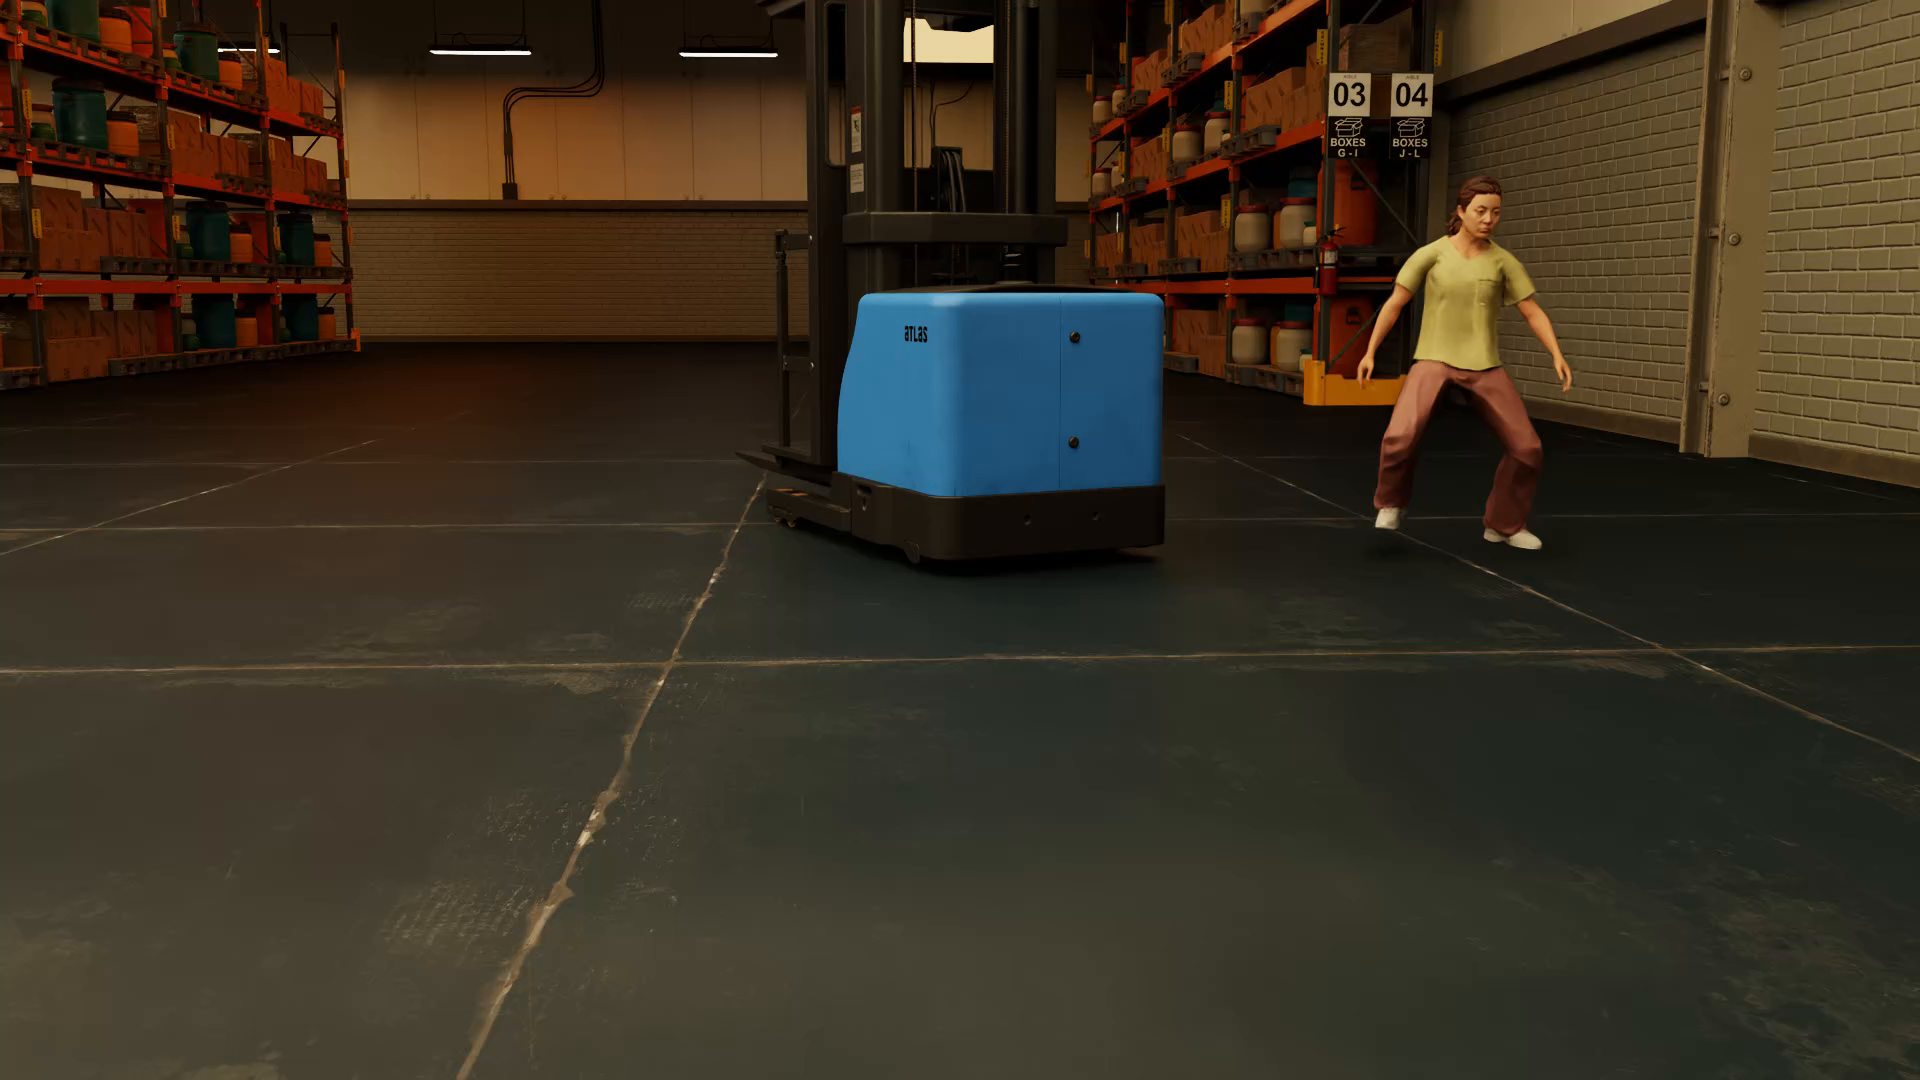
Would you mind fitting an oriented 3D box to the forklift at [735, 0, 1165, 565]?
[{"bbox_3d":[-0.264,-1.530,7.637,1.130,2.935,3.031,-4,9,-25],"label":"forklift"}]

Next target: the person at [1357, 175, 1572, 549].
[{"bbox_3d":[2.103,-0.730,6.965,0.848,1.571,0.571,1,9,9],"label":"person"}]
